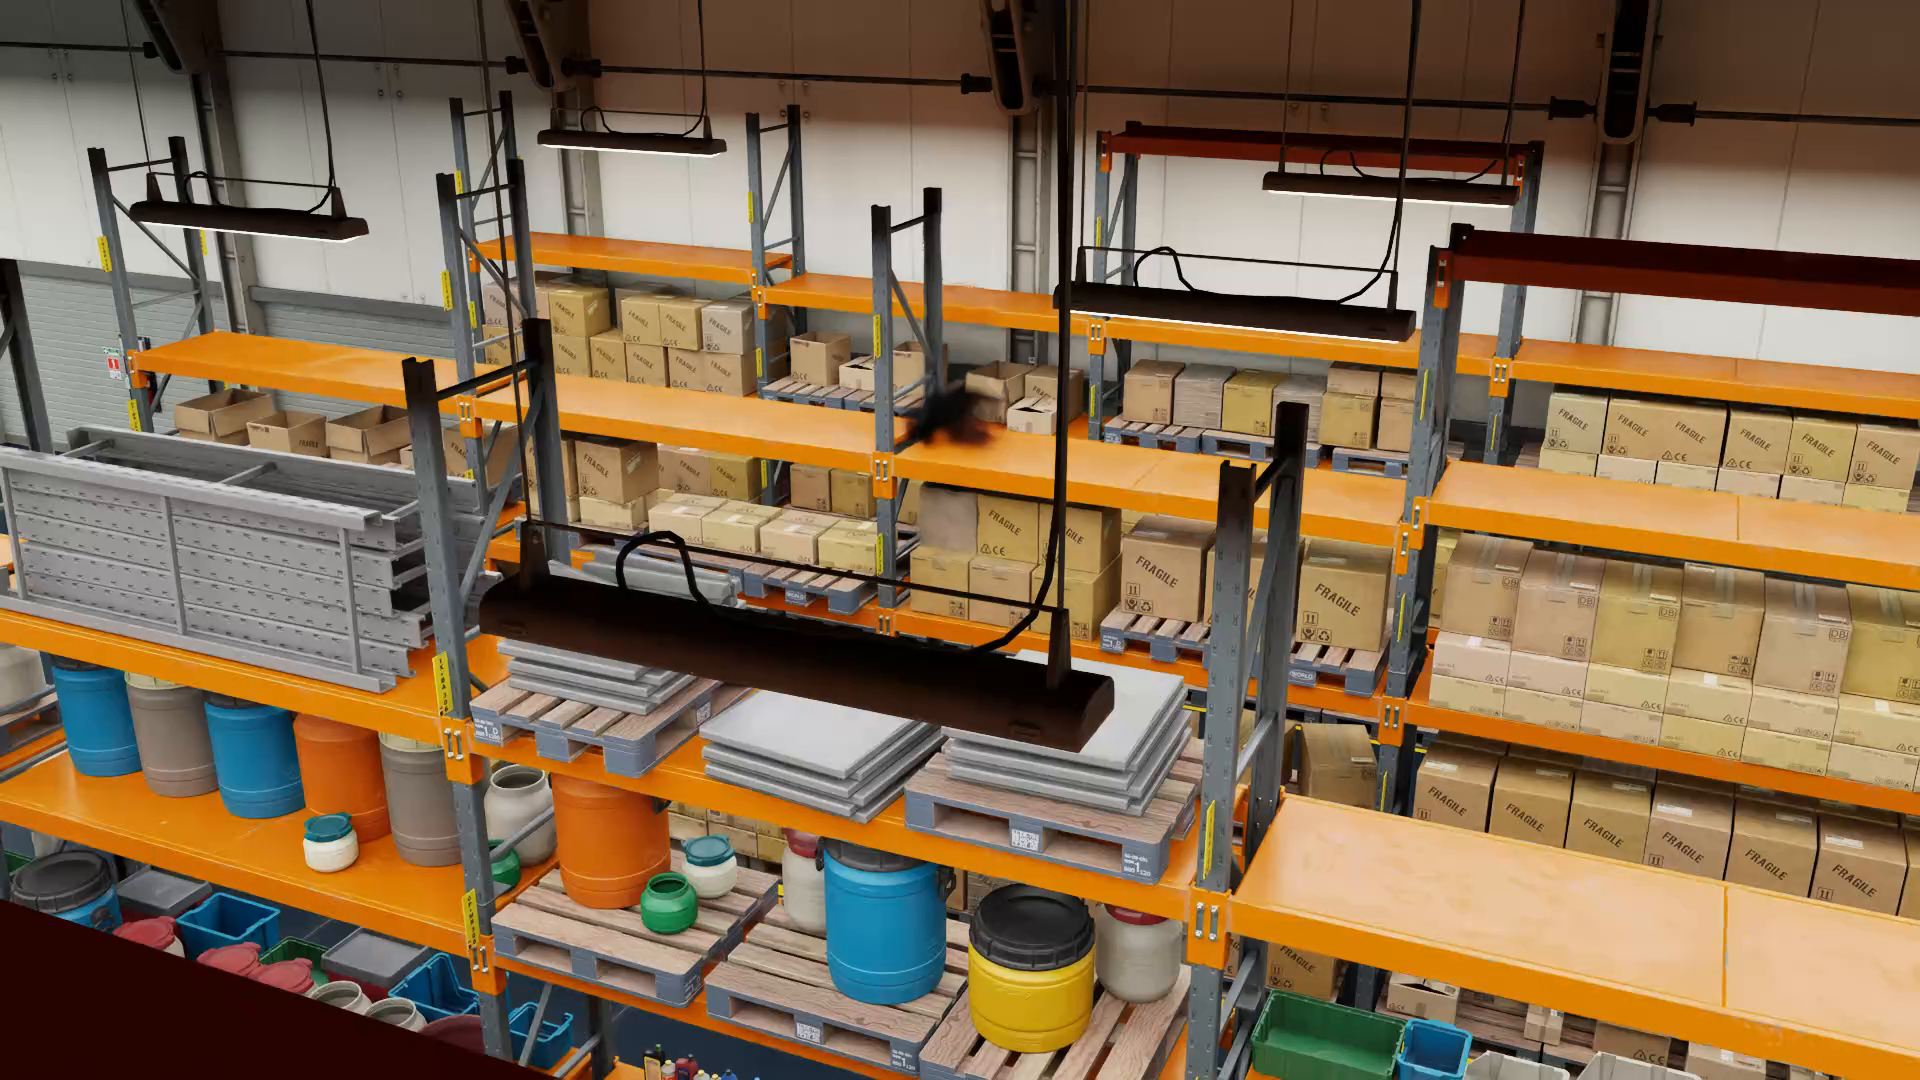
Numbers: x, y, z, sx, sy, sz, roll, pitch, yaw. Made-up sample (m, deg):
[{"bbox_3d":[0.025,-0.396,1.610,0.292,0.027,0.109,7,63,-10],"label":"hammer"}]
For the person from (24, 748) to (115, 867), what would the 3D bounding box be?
[{"bbox_3d":[-7.793,2.155,14.422,1.059,1.799,0.718,6,21,15],"label":"person"}]
